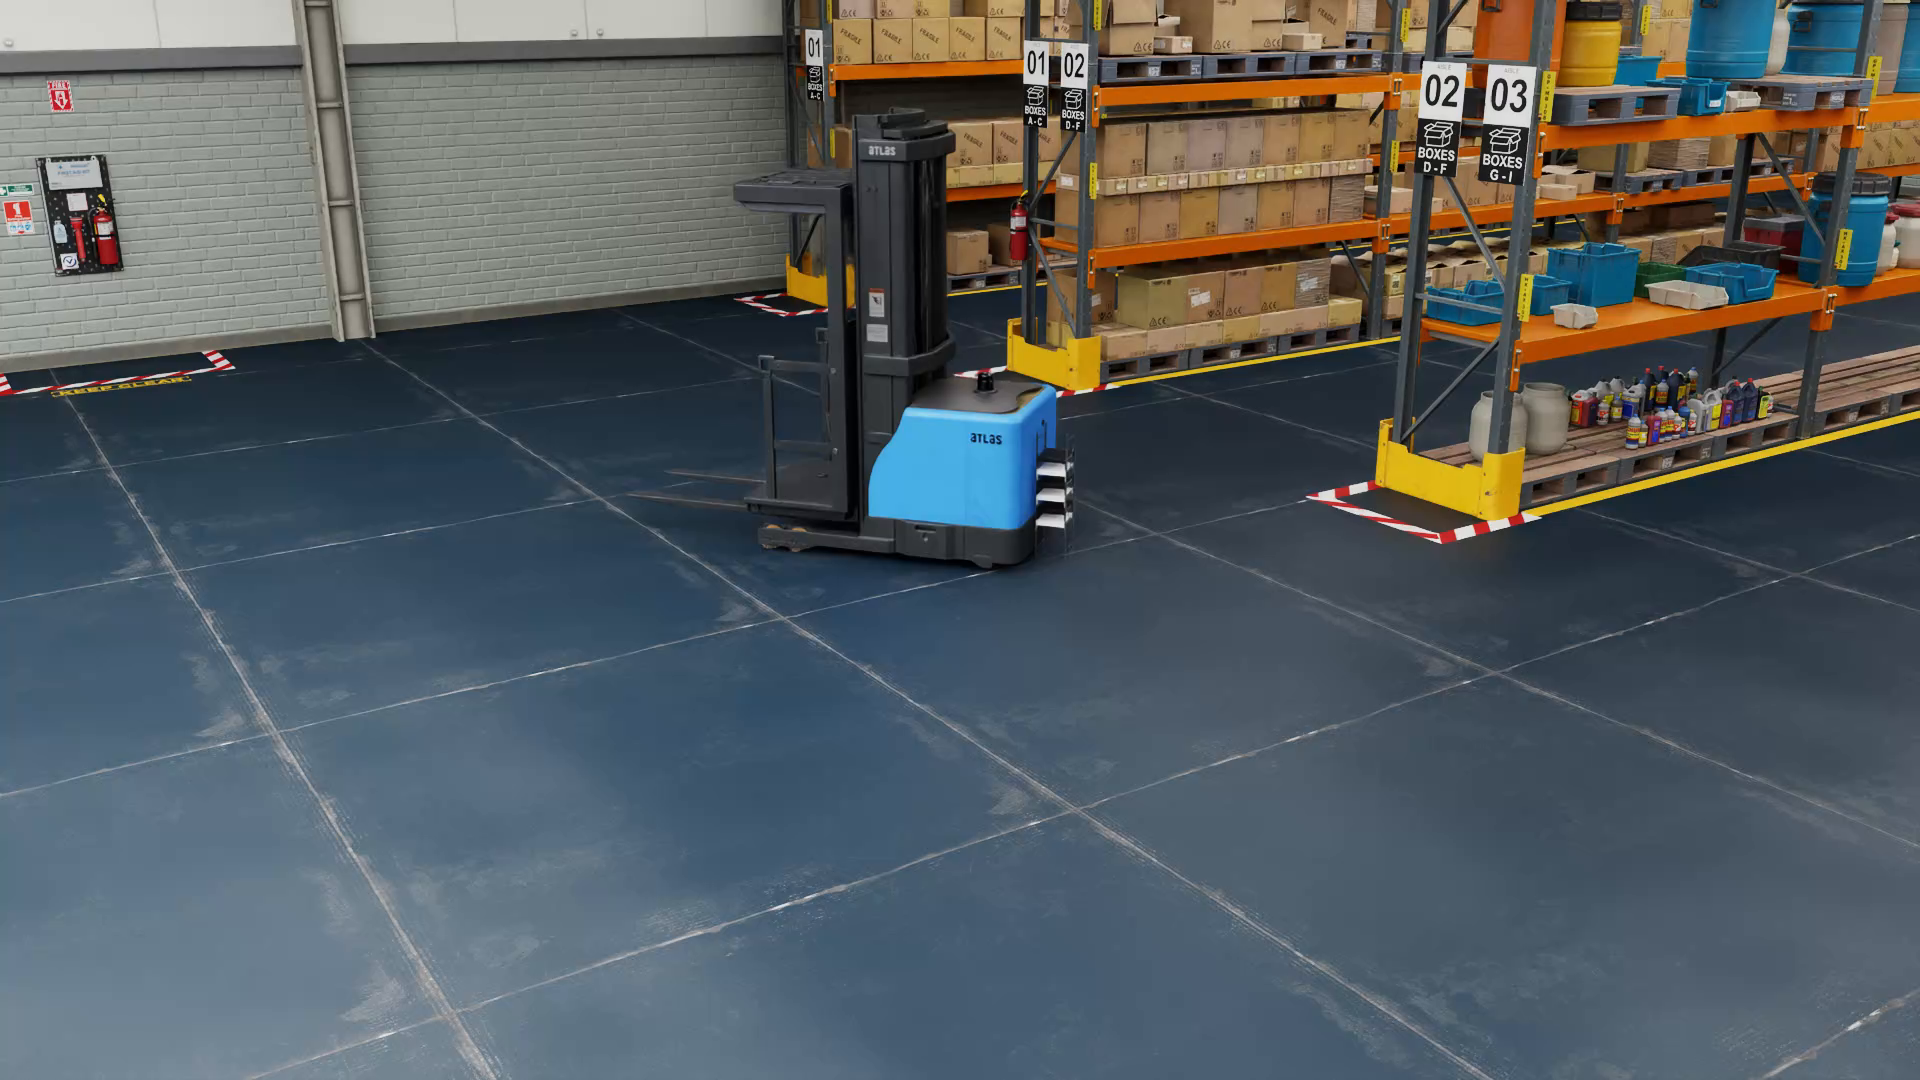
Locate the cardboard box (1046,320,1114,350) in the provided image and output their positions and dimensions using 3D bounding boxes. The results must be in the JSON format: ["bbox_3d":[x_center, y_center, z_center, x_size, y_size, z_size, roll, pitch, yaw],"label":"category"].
[{"bbox_3d":[1.223,-2.109,16.937,0.500,0.250,0.500,-12,22,-31],"label":"cardboard box"}]

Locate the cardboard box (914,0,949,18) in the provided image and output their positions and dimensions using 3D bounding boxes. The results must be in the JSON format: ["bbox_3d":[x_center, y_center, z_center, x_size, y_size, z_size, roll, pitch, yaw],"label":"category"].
[{"bbox_3d":[-0.466,-6.486,19.814,0.500,0.500,0.500,-11,22,-30],"label":"cardboard box"}]

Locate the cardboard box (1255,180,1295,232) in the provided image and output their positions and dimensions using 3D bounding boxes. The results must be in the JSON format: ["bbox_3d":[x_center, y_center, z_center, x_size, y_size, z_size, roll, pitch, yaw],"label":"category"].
[{"bbox_3d":[3.053,-3.529,17.345,0.500,0.500,0.700,-12,22,-31],"label":"cardboard box"}]

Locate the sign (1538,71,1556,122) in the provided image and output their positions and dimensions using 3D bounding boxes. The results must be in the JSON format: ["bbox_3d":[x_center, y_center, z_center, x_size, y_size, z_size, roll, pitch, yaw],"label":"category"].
[{"bbox_3d":[3.958,-2.991,11.211,0.005,0.325,0.100,-12,22,-31],"label":"sign"}]

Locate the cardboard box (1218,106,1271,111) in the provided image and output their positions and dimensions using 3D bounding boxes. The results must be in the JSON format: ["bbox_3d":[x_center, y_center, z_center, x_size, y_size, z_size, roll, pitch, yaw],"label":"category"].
[{"bbox_3d":[4.053,-5.837,23.485,0.500,0.500,0.700,-14,23,-36],"label":"cardboard box"}]

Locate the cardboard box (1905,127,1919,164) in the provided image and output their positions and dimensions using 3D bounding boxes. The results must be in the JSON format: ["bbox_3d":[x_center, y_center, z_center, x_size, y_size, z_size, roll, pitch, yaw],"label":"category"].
[{"bbox_3d":[13.225,-5.574,23.394,0.500,0.500,0.500,-12,22,-31],"label":"cardboard box"}]

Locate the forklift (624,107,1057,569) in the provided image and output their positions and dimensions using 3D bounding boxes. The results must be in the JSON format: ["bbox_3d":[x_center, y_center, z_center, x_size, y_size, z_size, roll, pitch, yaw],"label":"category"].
[{"bbox_3d":[-0.889,-1.459,11.484,3.031,2.935,1.130,6,20,17],"label":"forklift"}]

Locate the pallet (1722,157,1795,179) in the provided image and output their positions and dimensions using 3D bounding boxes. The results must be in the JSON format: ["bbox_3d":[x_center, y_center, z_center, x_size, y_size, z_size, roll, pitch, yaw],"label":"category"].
[{"bbox_3d":[10.232,-4.950,22.004,1.213,0.211,1.003,-12,22,-31],"label":"pallet"}]

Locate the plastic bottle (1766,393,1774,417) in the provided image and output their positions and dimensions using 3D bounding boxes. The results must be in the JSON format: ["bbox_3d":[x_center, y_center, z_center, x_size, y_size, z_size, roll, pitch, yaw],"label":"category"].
[{"bbox_3d":[6.868,-1.154,14.156,0.097,0.201,0.097,0,19,0],"label":"plastic bottle"}]

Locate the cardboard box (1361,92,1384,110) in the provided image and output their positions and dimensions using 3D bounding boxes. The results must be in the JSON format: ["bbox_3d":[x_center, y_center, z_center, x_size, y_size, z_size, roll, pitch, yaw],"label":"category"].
[{"bbox_3d":[5.861,-6.432,24.263,0.500,0.250,0.500,-12,22,-32],"label":"cardboard box"}]

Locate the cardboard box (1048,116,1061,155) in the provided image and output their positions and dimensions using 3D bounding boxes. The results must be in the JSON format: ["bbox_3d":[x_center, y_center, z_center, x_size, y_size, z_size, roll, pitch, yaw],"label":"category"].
[{"bbox_3d":[1.326,-5.196,21.462,0.500,0.500,0.500,-12,22,-32],"label":"cardboard box"}]

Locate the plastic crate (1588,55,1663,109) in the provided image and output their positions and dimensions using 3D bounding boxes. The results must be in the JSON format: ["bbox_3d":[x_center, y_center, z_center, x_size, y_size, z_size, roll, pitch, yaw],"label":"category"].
[{"bbox_3d":[5.086,-3.544,12.884,0.575,0.384,0.392,-12,22,-31],"label":"plastic crate"}]

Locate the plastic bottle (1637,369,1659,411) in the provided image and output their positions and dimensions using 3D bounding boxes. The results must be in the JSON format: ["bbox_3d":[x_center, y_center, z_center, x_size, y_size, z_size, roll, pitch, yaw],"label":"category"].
[{"bbox_3d":[5.940,-1.307,14.377,0.185,0.351,0.144,-13,23,-34],"label":"plastic bottle"}]

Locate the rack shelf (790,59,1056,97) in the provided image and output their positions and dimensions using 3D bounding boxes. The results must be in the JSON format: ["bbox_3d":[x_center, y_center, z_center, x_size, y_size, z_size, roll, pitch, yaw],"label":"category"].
[{"bbox_3d":[-0.119,-5.796,20.645,4.000,0.370,1.077,-12,22,-31],"label":"rack shelf"}]

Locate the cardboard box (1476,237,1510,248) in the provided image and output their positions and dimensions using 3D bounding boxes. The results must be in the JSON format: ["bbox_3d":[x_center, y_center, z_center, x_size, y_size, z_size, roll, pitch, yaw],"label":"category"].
[{"bbox_3d":[6.586,-3.502,20.182,0.500,0.311,0.500,-13,22,-33],"label":"cardboard box"}]

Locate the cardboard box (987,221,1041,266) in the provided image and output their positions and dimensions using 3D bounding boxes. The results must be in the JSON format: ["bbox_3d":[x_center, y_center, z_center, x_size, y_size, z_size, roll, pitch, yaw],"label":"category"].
[{"bbox_3d":[0.706,-3.899,21.810,0.500,0.500,0.500,-14,23,-35],"label":"cardboard box"}]

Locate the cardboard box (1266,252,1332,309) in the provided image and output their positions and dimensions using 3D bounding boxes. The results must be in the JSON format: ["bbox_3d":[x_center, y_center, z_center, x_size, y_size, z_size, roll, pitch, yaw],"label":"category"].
[{"bbox_3d":[3.587,-2.770,17.722,0.500,0.500,0.500,-12,22,-31],"label":"cardboard box"}]

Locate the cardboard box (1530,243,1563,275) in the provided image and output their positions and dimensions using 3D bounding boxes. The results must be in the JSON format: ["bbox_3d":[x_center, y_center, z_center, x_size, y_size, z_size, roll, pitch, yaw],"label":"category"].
[{"bbox_3d":[6.887,-3.359,19.759,0.500,0.311,0.500,-12,22,-32],"label":"cardboard box"}]

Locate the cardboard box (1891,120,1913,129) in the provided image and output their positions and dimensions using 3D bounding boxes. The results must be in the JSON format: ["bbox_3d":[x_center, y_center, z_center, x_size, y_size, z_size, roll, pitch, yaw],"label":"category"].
[{"bbox_3d":[12.799,-5.954,22.956,0.500,0.500,0.500,-11,22,-30],"label":"cardboard box"}]

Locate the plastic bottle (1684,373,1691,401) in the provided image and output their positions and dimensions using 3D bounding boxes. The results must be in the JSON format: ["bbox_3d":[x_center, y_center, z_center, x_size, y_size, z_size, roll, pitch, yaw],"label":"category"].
[{"bbox_3d":[6.296,-1.308,14.486,0.133,0.283,0.061,-12,22,-31],"label":"plastic bottle"}]

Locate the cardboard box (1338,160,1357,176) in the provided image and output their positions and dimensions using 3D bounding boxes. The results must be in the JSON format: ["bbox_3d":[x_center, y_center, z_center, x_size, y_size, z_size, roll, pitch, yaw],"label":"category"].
[{"bbox_3d":[3.962,-3.950,17.577,0.250,0.149,0.380,-12,22,-33],"label":"cardboard box"}]

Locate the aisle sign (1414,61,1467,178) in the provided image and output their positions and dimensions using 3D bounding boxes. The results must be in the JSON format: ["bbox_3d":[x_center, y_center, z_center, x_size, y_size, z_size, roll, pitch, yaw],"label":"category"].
[{"bbox_3d":[3.435,-3.012,11.911,0.004,0.787,0.394,-12,22,-31],"label":"aisle sign"}]

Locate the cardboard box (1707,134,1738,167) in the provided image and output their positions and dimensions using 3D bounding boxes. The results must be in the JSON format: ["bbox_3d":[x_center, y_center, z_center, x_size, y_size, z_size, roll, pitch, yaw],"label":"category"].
[{"bbox_3d":[9.518,-5.072,21.251,0.700,0.500,0.500,16,24,39],"label":"cardboard box"}]

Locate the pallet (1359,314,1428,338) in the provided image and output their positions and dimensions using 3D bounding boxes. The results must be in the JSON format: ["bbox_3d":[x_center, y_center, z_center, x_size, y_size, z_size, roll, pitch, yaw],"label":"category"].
[{"bbox_3d":[4.872,-2.563,18.996,1.213,0.211,1.003,-12,22,-31],"label":"pallet"}]

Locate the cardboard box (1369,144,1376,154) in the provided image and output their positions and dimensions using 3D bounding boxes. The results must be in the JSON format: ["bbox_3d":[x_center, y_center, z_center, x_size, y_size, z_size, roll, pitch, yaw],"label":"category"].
[{"bbox_3d":[5.920,-5.803,24.586,0.250,0.149,0.380,-12,22,-32],"label":"cardboard box"}]

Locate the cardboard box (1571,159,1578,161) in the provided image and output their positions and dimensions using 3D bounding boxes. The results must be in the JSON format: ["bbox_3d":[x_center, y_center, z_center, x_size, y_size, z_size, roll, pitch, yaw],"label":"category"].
[{"bbox_3d":[10.406,-6.296,27.919,0.250,0.149,0.380,-12,22,-31],"label":"cardboard box"}]

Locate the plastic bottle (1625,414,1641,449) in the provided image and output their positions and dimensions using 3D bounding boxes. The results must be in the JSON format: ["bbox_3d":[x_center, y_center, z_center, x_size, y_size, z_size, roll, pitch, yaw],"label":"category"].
[{"bbox_3d":[5.345,-0.866,13.195,0.097,0.271,0.097,0,19,0],"label":"plastic bottle"}]

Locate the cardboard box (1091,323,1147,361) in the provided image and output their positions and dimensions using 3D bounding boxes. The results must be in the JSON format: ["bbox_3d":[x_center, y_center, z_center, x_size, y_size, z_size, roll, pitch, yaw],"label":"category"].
[{"bbox_3d":[1.508,-1.971,16.528,0.500,0.250,0.500,-12,22,-31],"label":"cardboard box"}]

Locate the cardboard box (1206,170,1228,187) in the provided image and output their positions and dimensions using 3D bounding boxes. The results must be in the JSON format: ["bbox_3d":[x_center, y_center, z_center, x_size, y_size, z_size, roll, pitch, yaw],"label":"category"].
[{"bbox_3d":[2.458,-3.633,16.638,0.250,0.149,0.380,-12,22,-32],"label":"cardboard box"}]

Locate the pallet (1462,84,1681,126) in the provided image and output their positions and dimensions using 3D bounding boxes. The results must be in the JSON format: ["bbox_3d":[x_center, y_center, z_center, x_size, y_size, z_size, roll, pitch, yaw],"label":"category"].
[{"bbox_3d":[4.404,-3.165,12.034,1.213,0.211,1.003,-12,22,-31],"label":"pallet"}]

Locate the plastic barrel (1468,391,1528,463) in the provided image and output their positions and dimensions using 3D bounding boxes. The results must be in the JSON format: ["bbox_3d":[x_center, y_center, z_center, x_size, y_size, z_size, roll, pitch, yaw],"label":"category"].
[{"bbox_3d":[4.167,-0.870,12.865,0.421,0.512,0.421,0,19,0],"label":"plastic barrel"}]

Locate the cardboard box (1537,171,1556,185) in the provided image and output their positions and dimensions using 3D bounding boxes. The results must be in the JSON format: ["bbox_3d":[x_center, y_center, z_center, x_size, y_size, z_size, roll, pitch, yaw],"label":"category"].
[{"bbox_3d":[6.766,-4.300,19.921,0.500,0.311,0.500,-12,22,-32],"label":"cardboard box"}]

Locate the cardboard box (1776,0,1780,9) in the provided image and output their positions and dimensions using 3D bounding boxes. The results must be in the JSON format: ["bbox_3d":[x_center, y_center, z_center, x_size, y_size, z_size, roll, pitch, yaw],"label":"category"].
[{"bbox_3d":[9.953,-6.675,21.153,0.600,0.600,0.600,-12,22,-32],"label":"cardboard box"}]

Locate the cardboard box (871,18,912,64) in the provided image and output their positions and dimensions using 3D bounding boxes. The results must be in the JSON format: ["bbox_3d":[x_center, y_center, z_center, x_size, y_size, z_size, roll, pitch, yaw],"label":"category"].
[{"bbox_3d":[-0.905,-5.919,19.697,0.500,0.500,0.500,-10,21,-28],"label":"cardboard box"}]

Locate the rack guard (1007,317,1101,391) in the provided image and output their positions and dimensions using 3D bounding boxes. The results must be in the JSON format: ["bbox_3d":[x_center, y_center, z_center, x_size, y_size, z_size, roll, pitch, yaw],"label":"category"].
[{"bbox_3d":[0.918,-1.851,16.439,0.348,0.500,1.175,-12,22,-31],"label":"rack guard"}]

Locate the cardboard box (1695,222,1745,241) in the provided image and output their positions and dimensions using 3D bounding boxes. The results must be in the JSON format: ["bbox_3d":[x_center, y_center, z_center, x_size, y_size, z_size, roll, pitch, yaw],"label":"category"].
[{"bbox_3d":[9.869,-3.841,21.637,0.500,0.500,0.500,-12,22,-31],"label":"cardboard box"}]

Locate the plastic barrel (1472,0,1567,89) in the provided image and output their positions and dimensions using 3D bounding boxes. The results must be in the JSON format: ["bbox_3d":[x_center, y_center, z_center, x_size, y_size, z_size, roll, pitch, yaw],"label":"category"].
[{"bbox_3d":[3.995,-3.657,11.867,0.708,0.830,0.600,-12,22,-31],"label":"plastic barrel"}]

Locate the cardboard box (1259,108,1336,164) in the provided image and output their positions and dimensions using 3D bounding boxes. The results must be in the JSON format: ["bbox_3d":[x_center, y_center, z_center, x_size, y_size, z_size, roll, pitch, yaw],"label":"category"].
[{"bbox_3d":[3.490,-4.237,17.411,0.500,0.500,0.700,-12,22,-32],"label":"cardboard box"}]

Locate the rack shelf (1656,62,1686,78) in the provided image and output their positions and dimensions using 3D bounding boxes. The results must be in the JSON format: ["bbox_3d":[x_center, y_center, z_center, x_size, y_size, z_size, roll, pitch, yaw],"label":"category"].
[{"bbox_3d":[9.290,-5.881,20.896,4.000,0.370,1.077,-12,22,-31],"label":"rack shelf"}]

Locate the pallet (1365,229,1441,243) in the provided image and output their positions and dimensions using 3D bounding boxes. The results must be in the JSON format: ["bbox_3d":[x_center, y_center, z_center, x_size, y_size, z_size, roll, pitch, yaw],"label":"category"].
[{"bbox_3d":[6.609,-4.784,25.566,1.213,0.211,1.003,-12,22,-31],"label":"pallet"}]

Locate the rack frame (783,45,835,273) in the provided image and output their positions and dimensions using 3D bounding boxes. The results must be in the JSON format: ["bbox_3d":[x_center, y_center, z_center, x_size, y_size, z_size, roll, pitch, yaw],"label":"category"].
[{"bbox_3d":[-1.790,-4.364,19.968,0.127,3.000,1.000,-12,22,-31],"label":"rack frame"}]

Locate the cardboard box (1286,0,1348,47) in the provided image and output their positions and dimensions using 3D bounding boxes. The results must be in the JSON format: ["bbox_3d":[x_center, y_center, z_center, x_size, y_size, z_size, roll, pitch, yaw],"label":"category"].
[{"bbox_3d":[3.713,-5.459,17.495,0.500,0.500,0.500,-10,21,-27],"label":"cardboard box"}]

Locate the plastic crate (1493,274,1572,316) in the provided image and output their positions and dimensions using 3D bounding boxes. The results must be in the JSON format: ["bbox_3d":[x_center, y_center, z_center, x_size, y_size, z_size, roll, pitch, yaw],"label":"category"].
[{"bbox_3d":[4.458,-1.924,12.985,0.408,0.251,0.499,-12,22,-31],"label":"plastic crate"}]

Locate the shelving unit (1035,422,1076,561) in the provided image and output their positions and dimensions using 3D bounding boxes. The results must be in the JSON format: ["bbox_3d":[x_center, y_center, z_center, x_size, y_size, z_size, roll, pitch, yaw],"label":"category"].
[{"bbox_3d":[0.649,-0.330,11.316,0.210,0.900,0.258,6,20,17],"label":"shelving unit"}]

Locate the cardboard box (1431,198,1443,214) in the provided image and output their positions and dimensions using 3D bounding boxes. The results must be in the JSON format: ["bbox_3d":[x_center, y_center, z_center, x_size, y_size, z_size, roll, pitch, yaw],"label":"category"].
[{"bbox_3d":[5.131,-3.726,18.475,0.250,0.149,0.380,-12,22,-31],"label":"cardboard box"}]

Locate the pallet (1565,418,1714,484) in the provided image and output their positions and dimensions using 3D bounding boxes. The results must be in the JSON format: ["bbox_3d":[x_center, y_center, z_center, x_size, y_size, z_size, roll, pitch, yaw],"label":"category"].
[{"bbox_3d":[5.396,-0.774,13.704,1.213,0.211,1.003,-12,22,-31],"label":"pallet"}]

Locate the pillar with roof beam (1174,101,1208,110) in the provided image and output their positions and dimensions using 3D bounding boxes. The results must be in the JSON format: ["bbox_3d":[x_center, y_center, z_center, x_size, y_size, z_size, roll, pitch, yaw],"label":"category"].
[{"bbox_3d":[5.698,-7.466,19.777,0.400,9.000,9.100,-12,22,-31],"label":"pillar with roof beam"}]

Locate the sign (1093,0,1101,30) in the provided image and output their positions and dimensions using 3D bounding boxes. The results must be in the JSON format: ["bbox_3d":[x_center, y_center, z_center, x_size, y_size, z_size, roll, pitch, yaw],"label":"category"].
[{"bbox_3d":[1.238,-4.762,14.976,0.005,0.325,0.100,-12,22,-31],"label":"sign"}]

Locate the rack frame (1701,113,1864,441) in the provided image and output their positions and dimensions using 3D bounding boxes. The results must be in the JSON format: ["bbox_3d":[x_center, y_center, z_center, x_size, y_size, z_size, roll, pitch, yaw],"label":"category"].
[{"bbox_3d":[7.000,-2.418,14.214,0.127,3.000,1.000,-12,22,-31],"label":"rack frame"}]

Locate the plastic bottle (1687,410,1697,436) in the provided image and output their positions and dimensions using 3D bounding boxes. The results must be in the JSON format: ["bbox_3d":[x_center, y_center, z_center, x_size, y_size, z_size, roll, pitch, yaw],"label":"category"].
[{"bbox_3d":[5.969,-0.964,13.595,0.097,0.201,0.097,0,19,0],"label":"plastic bottle"}]

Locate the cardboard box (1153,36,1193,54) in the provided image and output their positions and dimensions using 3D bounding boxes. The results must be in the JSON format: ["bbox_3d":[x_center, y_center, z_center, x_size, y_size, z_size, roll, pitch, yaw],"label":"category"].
[{"bbox_3d":[2.017,-4.767,15.995,0.250,0.149,0.380,-12,22,-31],"label":"cardboard box"}]

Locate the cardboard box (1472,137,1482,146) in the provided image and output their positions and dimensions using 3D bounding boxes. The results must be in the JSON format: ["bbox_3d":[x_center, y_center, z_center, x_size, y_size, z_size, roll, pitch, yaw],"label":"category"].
[{"bbox_3d":[7.908,-6.182,25.707,0.250,0.149,0.380,-11,22,-30],"label":"cardboard box"}]

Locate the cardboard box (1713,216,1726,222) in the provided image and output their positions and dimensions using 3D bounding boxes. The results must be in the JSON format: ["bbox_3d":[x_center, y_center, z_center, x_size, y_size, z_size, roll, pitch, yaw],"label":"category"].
[{"bbox_3d":[9.983,-4.060,22.287,0.500,0.500,0.500,-12,22,-31],"label":"cardboard box"}]

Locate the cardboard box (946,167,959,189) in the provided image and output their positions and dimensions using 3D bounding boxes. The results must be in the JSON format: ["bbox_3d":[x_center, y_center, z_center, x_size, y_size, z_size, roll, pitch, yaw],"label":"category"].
[{"bbox_3d":[-0.353,-4.486,20.535,0.500,0.250,0.500,-12,22,-32],"label":"cardboard box"}]

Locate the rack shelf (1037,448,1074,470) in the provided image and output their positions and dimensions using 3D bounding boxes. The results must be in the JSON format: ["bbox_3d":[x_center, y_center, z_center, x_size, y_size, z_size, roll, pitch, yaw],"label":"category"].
[{"bbox_3d":[0.649,-0.554,11.240,0.200,0.077,0.258,6,20,17],"label":"rack shelf"}]

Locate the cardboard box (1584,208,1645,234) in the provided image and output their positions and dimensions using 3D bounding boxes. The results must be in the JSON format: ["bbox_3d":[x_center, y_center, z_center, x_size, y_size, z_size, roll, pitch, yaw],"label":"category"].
[{"bbox_3d":[8.316,-4.066,21.135,0.500,0.250,0.500,-11,22,-29],"label":"cardboard box"}]
